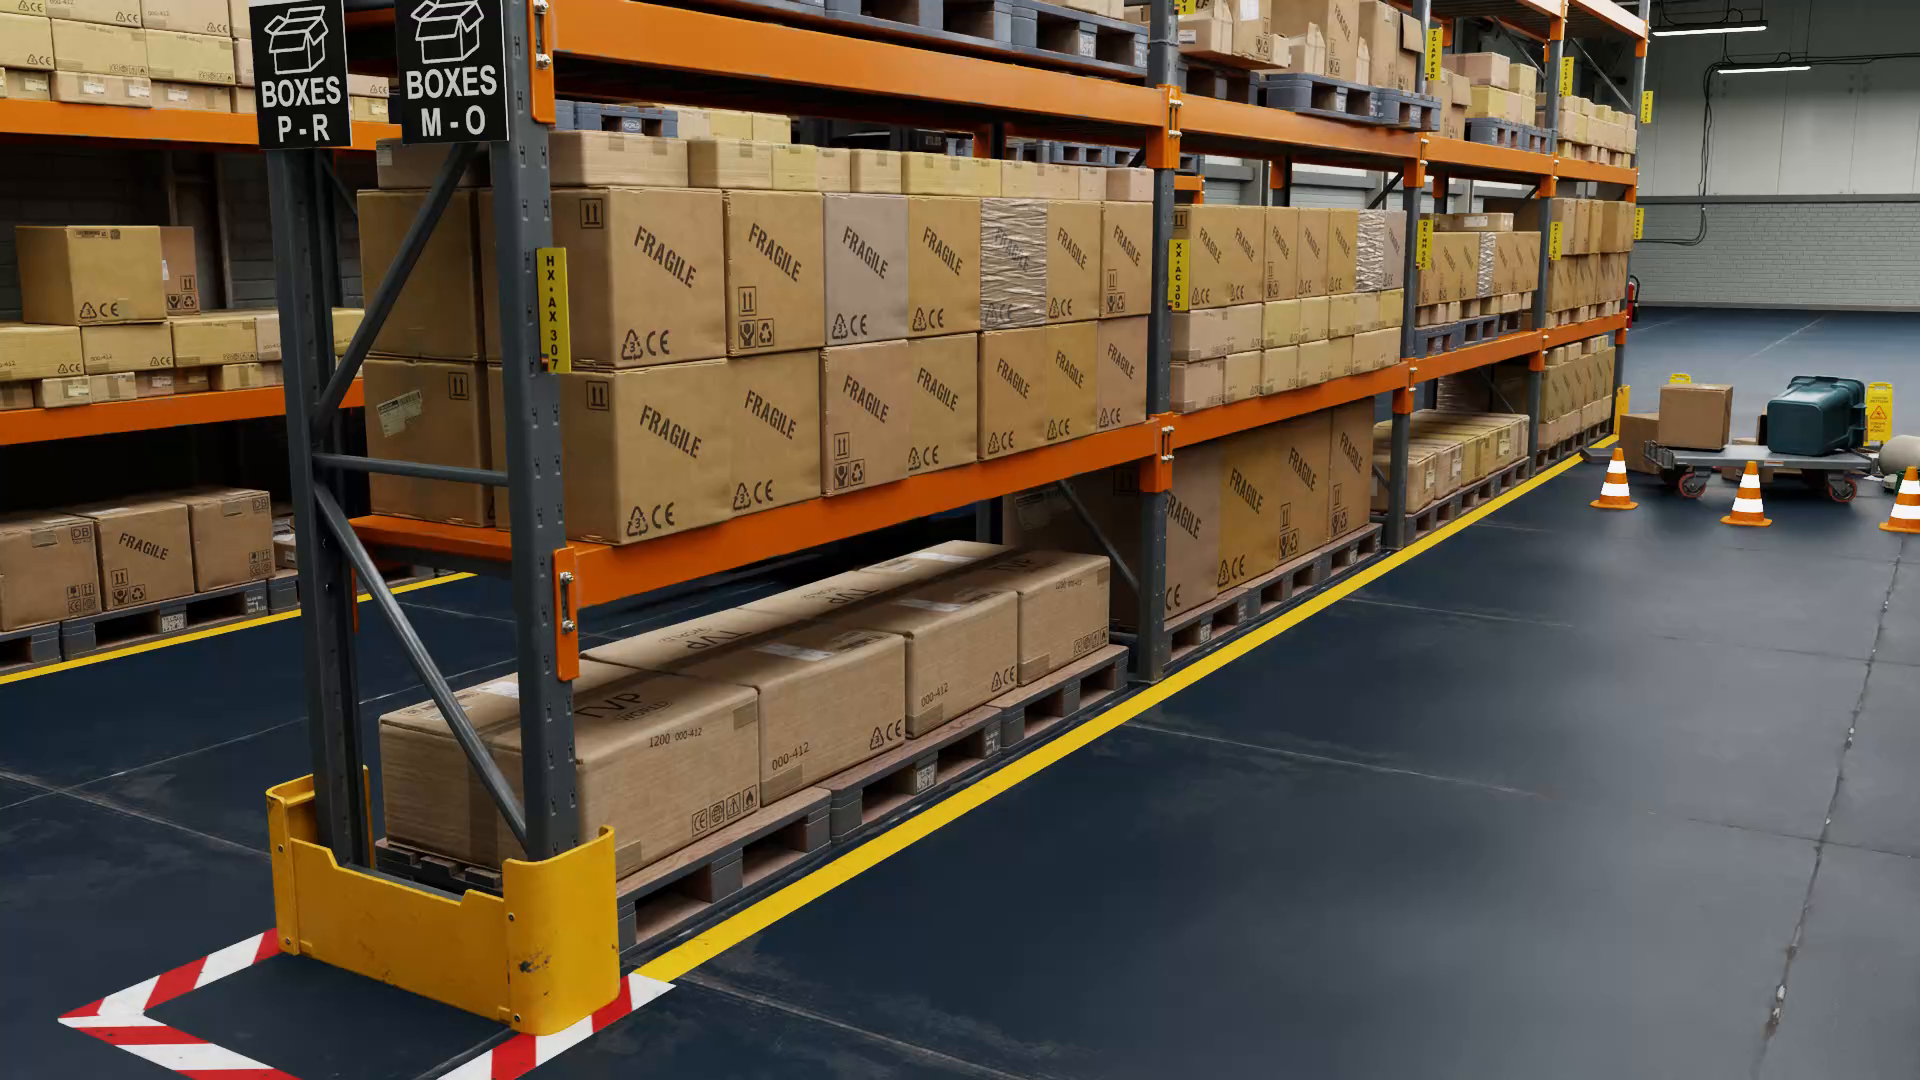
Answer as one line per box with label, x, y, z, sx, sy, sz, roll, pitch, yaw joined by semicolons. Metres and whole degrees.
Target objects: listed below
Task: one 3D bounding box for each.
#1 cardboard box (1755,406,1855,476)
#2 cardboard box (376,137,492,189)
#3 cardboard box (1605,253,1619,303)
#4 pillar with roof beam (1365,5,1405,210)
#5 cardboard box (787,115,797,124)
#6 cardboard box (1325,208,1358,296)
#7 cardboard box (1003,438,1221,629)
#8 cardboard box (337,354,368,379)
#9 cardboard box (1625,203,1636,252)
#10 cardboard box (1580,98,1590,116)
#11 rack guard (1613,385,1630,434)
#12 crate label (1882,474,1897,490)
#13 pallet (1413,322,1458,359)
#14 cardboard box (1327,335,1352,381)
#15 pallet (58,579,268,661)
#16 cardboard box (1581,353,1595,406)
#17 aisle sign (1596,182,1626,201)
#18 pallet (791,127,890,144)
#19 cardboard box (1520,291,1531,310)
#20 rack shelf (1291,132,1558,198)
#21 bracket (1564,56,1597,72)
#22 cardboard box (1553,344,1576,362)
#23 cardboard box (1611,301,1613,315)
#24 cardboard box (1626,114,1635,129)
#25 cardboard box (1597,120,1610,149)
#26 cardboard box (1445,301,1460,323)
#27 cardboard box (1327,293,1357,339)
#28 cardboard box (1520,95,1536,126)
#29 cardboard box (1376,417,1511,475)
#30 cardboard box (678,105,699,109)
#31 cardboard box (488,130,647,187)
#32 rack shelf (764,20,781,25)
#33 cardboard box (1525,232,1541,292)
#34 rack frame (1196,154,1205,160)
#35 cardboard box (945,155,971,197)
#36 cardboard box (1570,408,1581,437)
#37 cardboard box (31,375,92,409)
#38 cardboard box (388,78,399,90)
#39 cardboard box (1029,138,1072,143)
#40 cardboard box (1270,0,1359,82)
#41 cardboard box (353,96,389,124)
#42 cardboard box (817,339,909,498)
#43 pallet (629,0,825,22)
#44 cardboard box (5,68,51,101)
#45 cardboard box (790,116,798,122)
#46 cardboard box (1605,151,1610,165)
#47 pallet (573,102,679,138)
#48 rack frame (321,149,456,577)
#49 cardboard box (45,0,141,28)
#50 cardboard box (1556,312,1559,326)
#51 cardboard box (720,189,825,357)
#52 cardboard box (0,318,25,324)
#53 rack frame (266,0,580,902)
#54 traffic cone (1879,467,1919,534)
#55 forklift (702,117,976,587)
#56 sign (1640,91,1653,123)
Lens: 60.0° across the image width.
cardboard box;7.543;-0.881;14.838;0.797;0.637;0.503;6;12;31
cardboard box;-1.522;-1.126;4.980;0.380;0.149;0.250;7;12;31
cardboard box;6.460;-2.713;17.127;0.500;0.500;0.500;6;12;31
pillar with roof beam;11.304;-7.582;27.915;9.100;9.000;0.548;6;12;31
cardboard box;-1.471;-3.717;14.417;0.500;0.250;0.500;6;12;31
cardboard box;2.049;-1.724;9.939;0.500;0.500;0.500;6;12;31
cardboard box;0.793;-0.087;8.816;0.875;0.875;0.875;7;13;32
cardboard box;-3.771;-1.053;10.024;0.380;0.149;0.250;7;13;32
cardboard box;6.691;-3.293;17.509;0.700;0.500;0.500;6;12;29
cardboard box;5.550;-3.962;15.247;0.380;0.149;0.250;6;12;30
rack guard;6.731;-1.467;18.344;1.175;0.500;0.348;6;12;31
crate label;7.954;-0.472;14.019;0.298;0.136;0.250;-2;11;-9
pallet;2.896;-1.477;12.128;1.213;0.211;1.003;6;12;31
cardboard box;2.049;-1.112;10.062;0.500;0.250;0.500;6;12;30
pallet;-4.694;0.378;9.278;1.003;0.211;1.213;6;12;31
cardboard box;6.041;-1.619;16.657;0.500;0.500;0.500;6;12;29
aisle sign;7.050;-3.967;17.843;0.394;0.787;0.004;6;12;31
pallet;-1.352;-3.420;14.344;1.213;0.211;1.003;7;13;33
cardboard box;4.662;-2.054;14.229;0.380;0.149;0.250;7;12;32
rack shelf;3.655;-2.884;12.928;1.077;0.370;4.000;6;12;31
bracket;15.720;-12.089;42.208;0.076;0.066;4.783;6;12;31
cardboard box;5.612;-1.782;15.768;0.380;0.149;0.250;7;13;33
cardboard box;6.571;-2.416;17.304;0.380;0.149;0.250;6;12;30
cardboard box;6.847;-4.369;17.417;0.380;0.149;0.250;7;12;31
cardboard box;5.947;-3.907;16.035;0.500;0.250;0.500;7;12;31
cardboard box;3.462;-1.687;12.267;0.380;0.149;0.250;6;12;31
cardboard box;2.071;-1.357;10.016;0.500;0.250;0.500;6;12;29
cardboard box;4.514;-3.580;13.952;0.500;0.250;0.500;6;12;30
cardboard box;4.053;-0.797;13.973;0.950;0.372;0.625;7;13;34
cardboard box;-2.179;-3.285;12.437;0.380;0.149;0.250;7;12;31
cardboard box;-1.116;-1.080;4.733;0.380;0.149;0.250;7;13;32
rack shelf;-0.589;-4.636;15.219;1.077;0.370;4.000;6;12;31
cardboard box;4.650;-2.385;14.237;0.500;0.500;0.500;6;12;30
rack frame;2.526;-6.130;20.156;1.000;3.000;0.127;6;12;31
cardboard box;-0.180;-1.365;6.259;0.380;0.149;0.250;6;12;31
cardboard box;5.771;-1.169;16.291;0.500;0.250;0.500;6;12;30
cardboard box;-4.665;-0.764;8.483;0.380;0.149;0.250;6;12;29
cardboard box;-3.606;-2.954;10.616;0.380;0.149;0.250;6;12;31
cardboard box;0.942;-4.200;17.269;0.380;0.149;0.250;7;13;32
cardboard box;1.949;-2.874;9.505;0.500;0.500;0.500;7;12;31
cardboard box;-3.638;-2.560;9.921;0.380;0.149;0.250;6;12;30
cardboard box;-0.524;-0.449;5.842;0.500;0.500;0.500;6;12;30
pallet;-1.161;-1.739;5.098;1.003;0.211;1.213;6;12;31
cardboard box;-4.733;-2.242;8.223;0.380;0.149;0.250;6;12;30
cardboard box;-1.187;-3.564;13.823;0.380;0.166;0.250;6;12;31
cardboard box;6.278;-3.817;16.639;0.380;0.149;0.250;6;12;30
pallet;-2.770;-2.935;11.753;1.213;0.211;1.003;6;12;31
rack frame;-3.704;-1.294;10.627;1.000;3.000;0.127;6;12;31
cardboard box;-4.551;-2.743;8.456;0.500;0.250;0.500;7;13;32
cardboard box;5.330;-2.063;15.419;0.380;0.149;0.250;6;12;30
cardboard box;-0.782;-0.862;5.331;0.500;0.500;0.500;6;12;29
cardboard box;-4.967;-1.075;9.060;0.500;0.250;0.500;6;12;31
rack frame;-1.537;-0.191;4.737;1.000;3.000;0.127;6;12;31
traffic cone;6.990;-0.308;12.254;0.336;0.463;0.334;6;12;31
forklift;-0.866;-1.231;10.476;1.130;2.935;3.031;7;13;32
sign;7.234;-4.561;17.521;0.100;0.325;0.005;6;12;31
